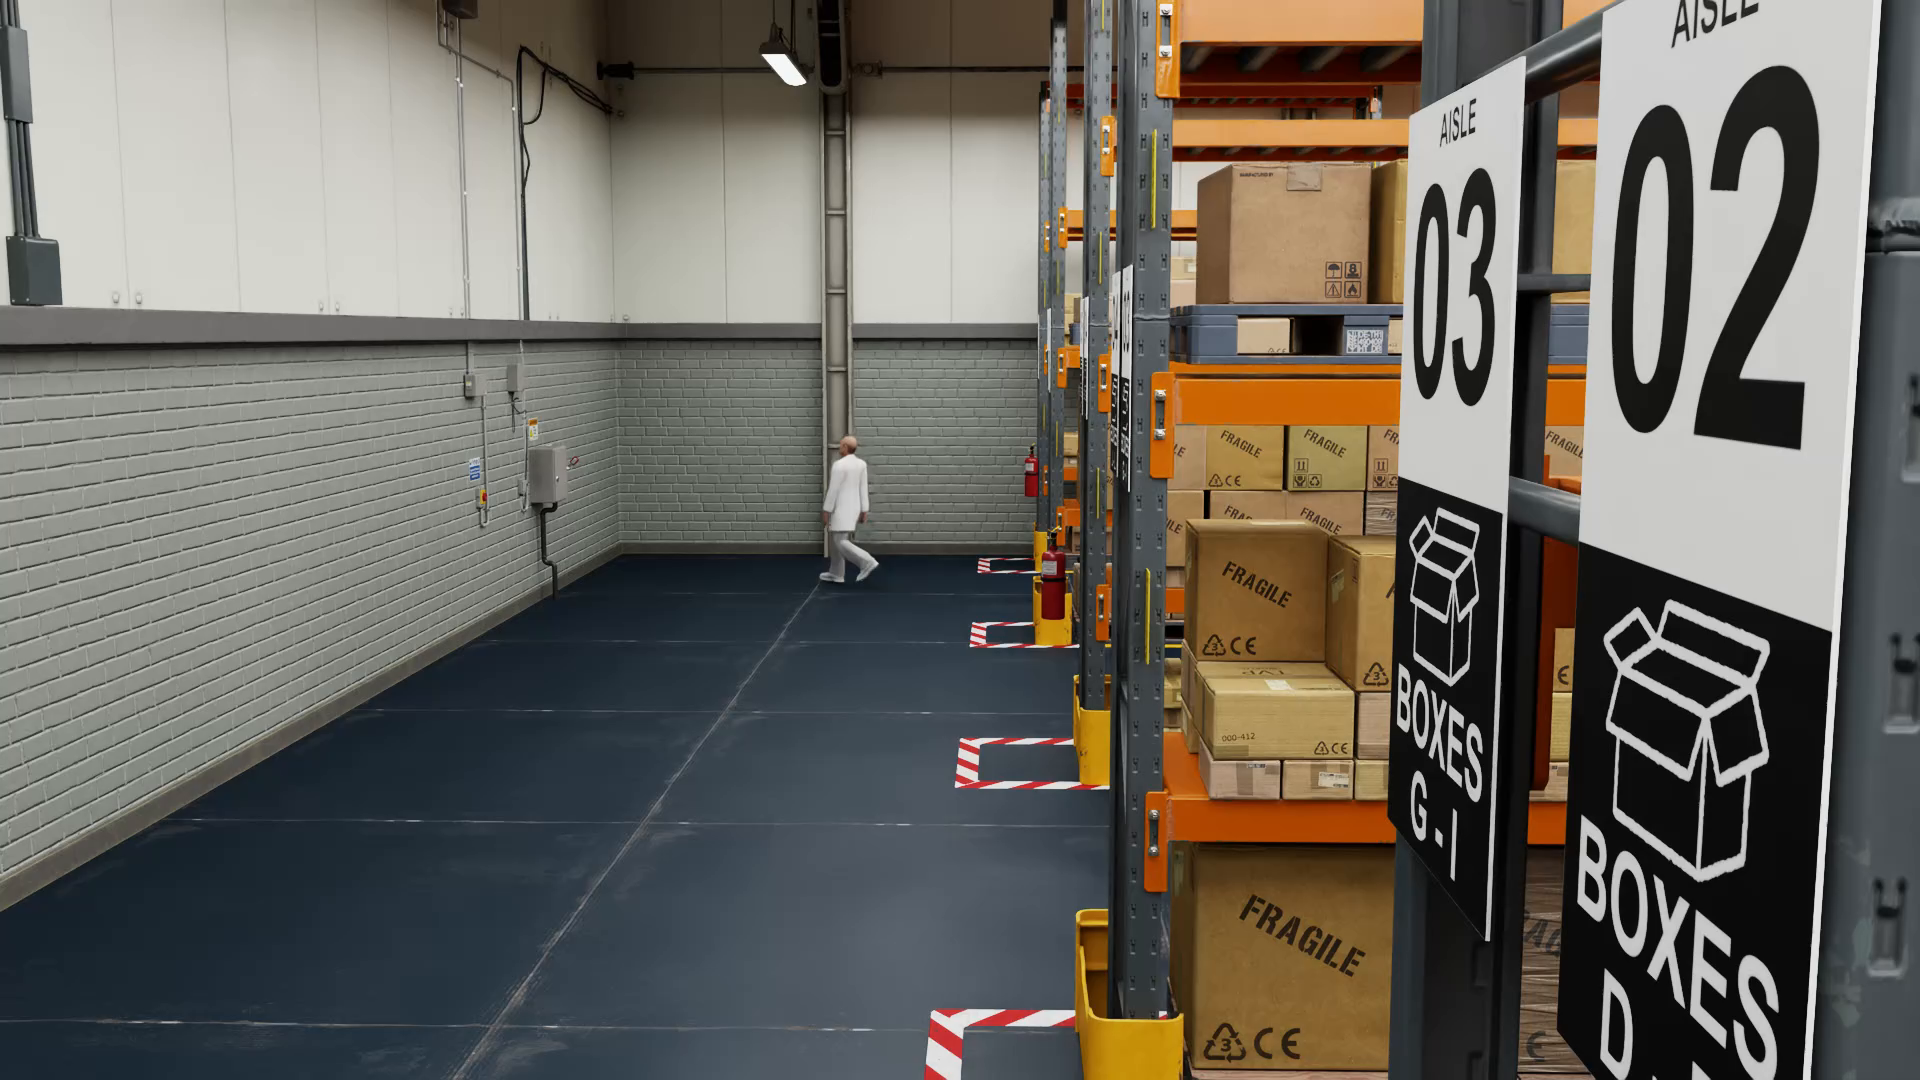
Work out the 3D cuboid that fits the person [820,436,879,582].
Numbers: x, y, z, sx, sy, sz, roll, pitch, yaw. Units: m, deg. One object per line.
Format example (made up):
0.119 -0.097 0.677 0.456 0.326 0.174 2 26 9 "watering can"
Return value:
-1.329 -0.347 19.554 0.959 1.746 0.604 4 8 32 "person"
